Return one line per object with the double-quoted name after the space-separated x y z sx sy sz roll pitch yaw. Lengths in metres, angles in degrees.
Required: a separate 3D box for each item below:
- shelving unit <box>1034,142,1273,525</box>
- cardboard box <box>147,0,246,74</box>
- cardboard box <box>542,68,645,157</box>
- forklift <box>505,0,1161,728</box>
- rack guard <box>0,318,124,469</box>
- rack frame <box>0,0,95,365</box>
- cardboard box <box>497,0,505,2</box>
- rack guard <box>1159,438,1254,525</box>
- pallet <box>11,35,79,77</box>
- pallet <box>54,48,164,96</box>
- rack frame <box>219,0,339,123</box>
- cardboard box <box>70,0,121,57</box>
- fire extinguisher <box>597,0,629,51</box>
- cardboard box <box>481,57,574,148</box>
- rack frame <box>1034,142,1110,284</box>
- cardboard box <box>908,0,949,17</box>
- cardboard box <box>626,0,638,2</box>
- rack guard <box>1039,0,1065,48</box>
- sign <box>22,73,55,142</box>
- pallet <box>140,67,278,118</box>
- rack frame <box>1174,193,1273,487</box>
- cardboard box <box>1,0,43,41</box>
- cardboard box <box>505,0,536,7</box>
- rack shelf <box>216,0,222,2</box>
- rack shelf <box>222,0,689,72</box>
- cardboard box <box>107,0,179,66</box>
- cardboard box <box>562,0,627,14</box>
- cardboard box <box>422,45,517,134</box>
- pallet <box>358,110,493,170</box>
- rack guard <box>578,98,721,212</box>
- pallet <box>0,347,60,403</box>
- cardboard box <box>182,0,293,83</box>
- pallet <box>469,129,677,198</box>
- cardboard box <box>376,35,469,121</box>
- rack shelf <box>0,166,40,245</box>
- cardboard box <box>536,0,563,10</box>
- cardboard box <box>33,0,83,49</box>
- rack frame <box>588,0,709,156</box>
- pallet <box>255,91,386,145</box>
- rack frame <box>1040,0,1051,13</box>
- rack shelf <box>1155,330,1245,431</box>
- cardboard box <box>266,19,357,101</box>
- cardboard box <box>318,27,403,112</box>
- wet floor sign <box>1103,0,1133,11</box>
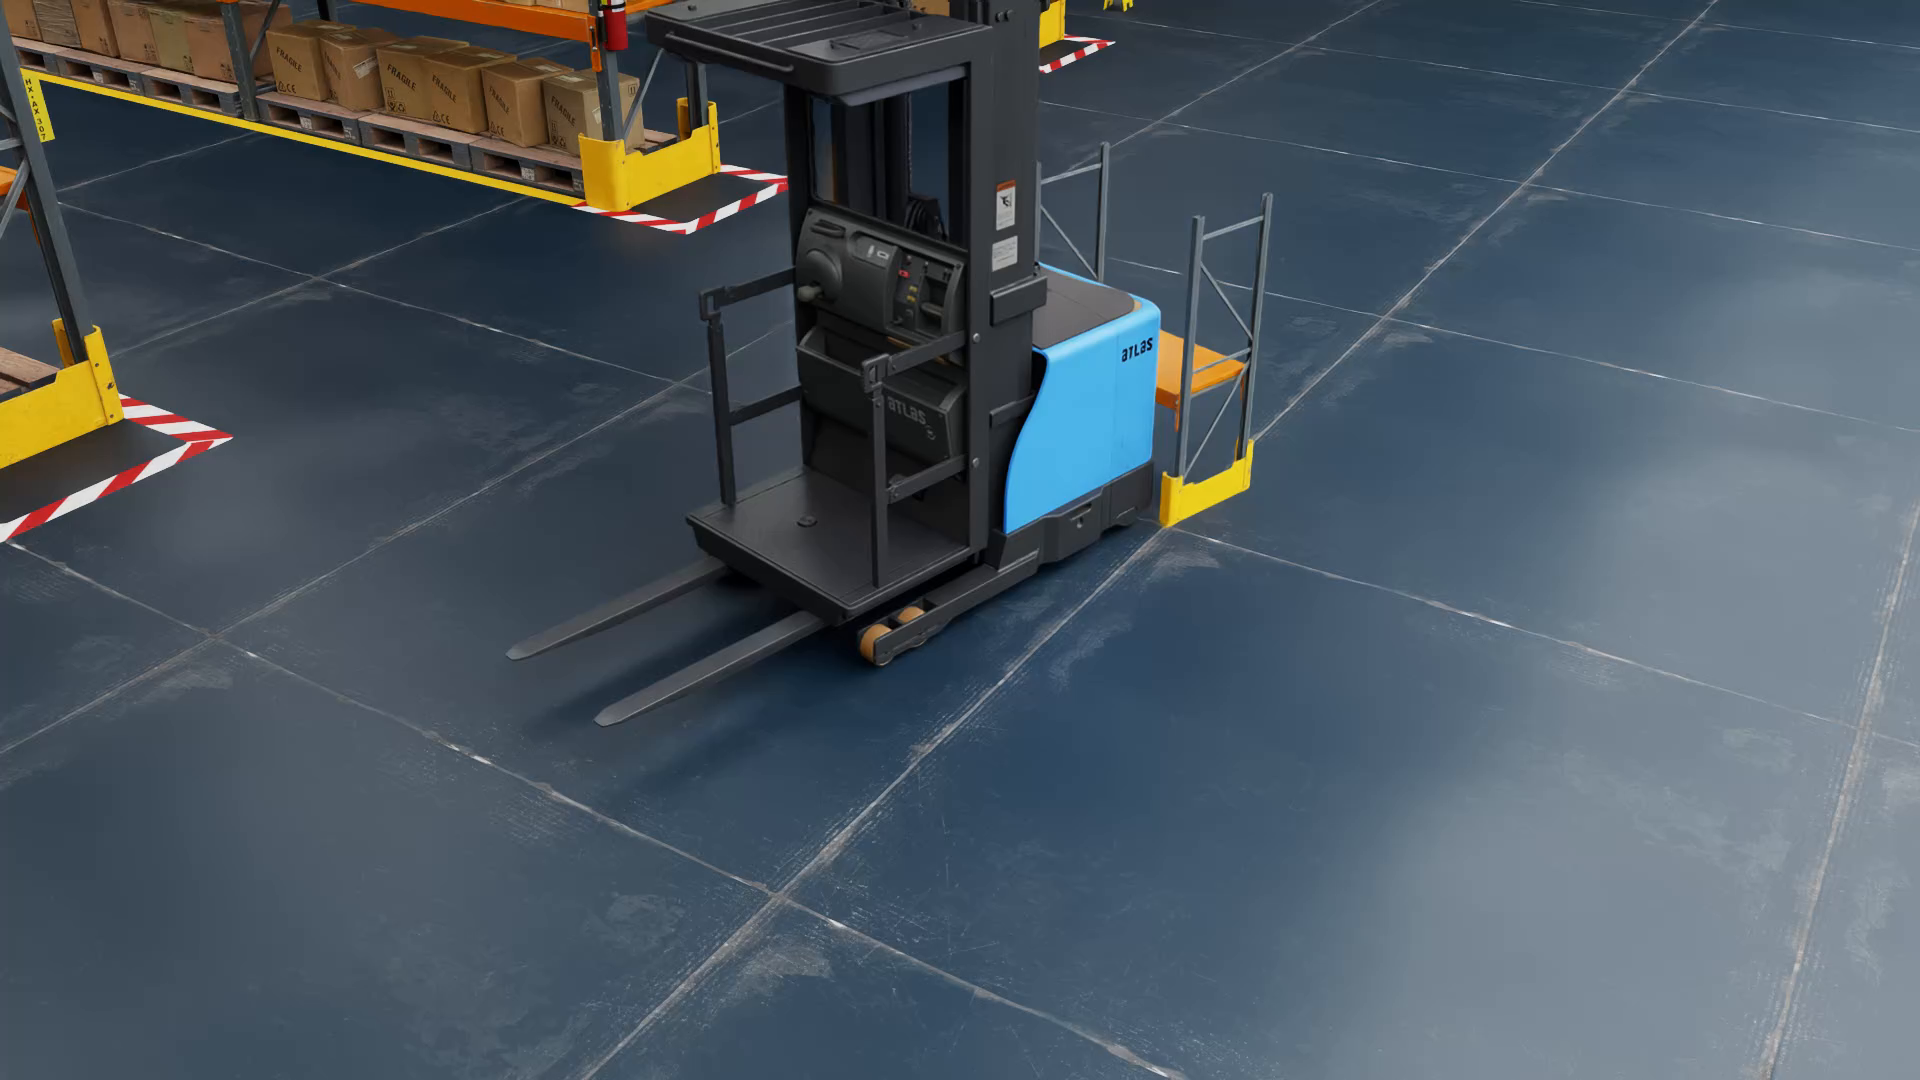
0.859 -1.015 8.002 0.587 1.500 1.083 -24 38 -35 "shelving unit"
-6.459 -4.357 14.286 0.500 0.500 0.700 17 34 27 "cardboard box"
-2.688 -3.142 12.223 0.500 0.500 0.500 25 39 36 "cardboard box"
-0.483 -1.042 6.628 3.031 2.935 1.130 -27 39 -38 "forklift"
-4.891 -0.672 8.406 0.348 0.500 1.175 18 35 27 "rack guard"
-4.801 -1.752 7.776 0.127 3.000 1.000 18 35 27 "rack frame"
-3.174 -3.931 11.761 0.250 0.149 0.380 18 35 27 "cardboard box"
1.186 -0.286 7.993 0.587 0.250 0.087 -24 38 -35 "rack guard"
-8.283 -4.594 15.416 1.213 0.211 1.003 18 35 27 "pallet"
-7.254 -4.267 14.855 1.213 0.211 1.003 18 35 27 "pallet"
-5.556 -4.937 13.236 0.127 3.000 1.000 18 35 27 "rack frame"
-7.406 -4.656 14.799 0.500 0.500 0.700 21 36 31 "cardboard box"
-2.316 -3.605 11.029 0.183 0.674 0.296 18 35 27 "fire extinguisher"
-3.213 -3.287 12.472 0.500 0.500 0.500 -25 38 -36 "cardboard box"
0.530 -1.205 8.326 0.500 1.500 0.032 -24 38 -35 "rack frame"
-0.055 -5.373 15.674 0.875 0.875 0.875 18 35 28 "cardboard box"
-2.283 -3.935 11.768 0.250 0.149 0.380 18 35 27 "cardboard box"
0.574 -4.869 15.601 0.348 0.500 1.175 18 35 27 "rack guard"
-4.505 -2.105 8.107 0.005 0.325 0.100 18 35 27 "sign"
-6.216 -3.941 14.296 1.213 0.211 1.003 18 35 27 "pallet"
1.199 -0.819 7.665 0.500 1.500 0.032 -24 38 -35 "rack frame"
-8.366 -4.948 15.299 0.500 0.500 0.700 16 34 25 "cardboard box"
-2.970 -3.858 11.635 0.250 0.149 0.380 18 35 27 "cardboard box"
-7.250 -5.162 14.336 4.000 0.370 1.077 18 35 27 "rack shelf"
-3.862 -4.091 12.499 4.000 0.370 1.077 18 35 27 "rack shelf"
-6.933 -4.507 14.543 0.500 0.500 0.700 14 33 23 "cardboard box"
-2.519 -3.746 11.443 0.250 0.149 0.380 18 35 27 "cardboard box"
-3.733 -3.463 12.773 0.500 0.500 0.500 21 36 32 "cardboard box"
-3.931 -3.242 13.097 1.213 0.211 1.003 18 35 27 "pallet"
-2.233 -2.806 12.064 0.348 0.500 1.175 18 35 27 "rack guard"
-5.576 -0.768 8.856 1.213 0.211 1.003 18 35 27 "pallet"
-6.065 -4.221 14.053 0.500 0.500 0.700 15 33 24 "cardboard box"
-2.902 -2.914 12.536 1.213 0.211 1.003 18 35 27 "pallet"
-4.182 -3.632 13.062 0.500 0.500 0.500 14 33 23 "cardboard box"
-6.495 -1.977 8.876 4.000 0.370 1.077 18 35 27 "rack shelf"
-2.731 -3.813 11.558 0.250 0.149 0.380 18 35 27 "cardboard box"
-7.889 -4.805 15.054 0.500 0.500 0.700 15 33 23 "cardboard box"
-2.168 -3.866 11.400 0.127 3.000 1.000 18 35 27 "rack frame"
-4.969 -3.568 13.657 1.213 0.211 1.003 18 35 27 "pallet"
0.554 -5.956 14.982 0.127 3.000 1.000 18 35 27 "rack frame"
0.865 -0.856 8.086 0.538 0.185 1.000 -24 38 -35 "rack shelf"
-5.239 -3.915 13.548 0.500 0.500 0.500 16 34 26 "cardboard box"
-4.750 -3.765 13.290 0.500 0.500 0.500 -23 37 -33 "cardboard box"
1.631 -5.776 17.010 0.232 0.644 0.267 12 32 19 "wet floor sign"
